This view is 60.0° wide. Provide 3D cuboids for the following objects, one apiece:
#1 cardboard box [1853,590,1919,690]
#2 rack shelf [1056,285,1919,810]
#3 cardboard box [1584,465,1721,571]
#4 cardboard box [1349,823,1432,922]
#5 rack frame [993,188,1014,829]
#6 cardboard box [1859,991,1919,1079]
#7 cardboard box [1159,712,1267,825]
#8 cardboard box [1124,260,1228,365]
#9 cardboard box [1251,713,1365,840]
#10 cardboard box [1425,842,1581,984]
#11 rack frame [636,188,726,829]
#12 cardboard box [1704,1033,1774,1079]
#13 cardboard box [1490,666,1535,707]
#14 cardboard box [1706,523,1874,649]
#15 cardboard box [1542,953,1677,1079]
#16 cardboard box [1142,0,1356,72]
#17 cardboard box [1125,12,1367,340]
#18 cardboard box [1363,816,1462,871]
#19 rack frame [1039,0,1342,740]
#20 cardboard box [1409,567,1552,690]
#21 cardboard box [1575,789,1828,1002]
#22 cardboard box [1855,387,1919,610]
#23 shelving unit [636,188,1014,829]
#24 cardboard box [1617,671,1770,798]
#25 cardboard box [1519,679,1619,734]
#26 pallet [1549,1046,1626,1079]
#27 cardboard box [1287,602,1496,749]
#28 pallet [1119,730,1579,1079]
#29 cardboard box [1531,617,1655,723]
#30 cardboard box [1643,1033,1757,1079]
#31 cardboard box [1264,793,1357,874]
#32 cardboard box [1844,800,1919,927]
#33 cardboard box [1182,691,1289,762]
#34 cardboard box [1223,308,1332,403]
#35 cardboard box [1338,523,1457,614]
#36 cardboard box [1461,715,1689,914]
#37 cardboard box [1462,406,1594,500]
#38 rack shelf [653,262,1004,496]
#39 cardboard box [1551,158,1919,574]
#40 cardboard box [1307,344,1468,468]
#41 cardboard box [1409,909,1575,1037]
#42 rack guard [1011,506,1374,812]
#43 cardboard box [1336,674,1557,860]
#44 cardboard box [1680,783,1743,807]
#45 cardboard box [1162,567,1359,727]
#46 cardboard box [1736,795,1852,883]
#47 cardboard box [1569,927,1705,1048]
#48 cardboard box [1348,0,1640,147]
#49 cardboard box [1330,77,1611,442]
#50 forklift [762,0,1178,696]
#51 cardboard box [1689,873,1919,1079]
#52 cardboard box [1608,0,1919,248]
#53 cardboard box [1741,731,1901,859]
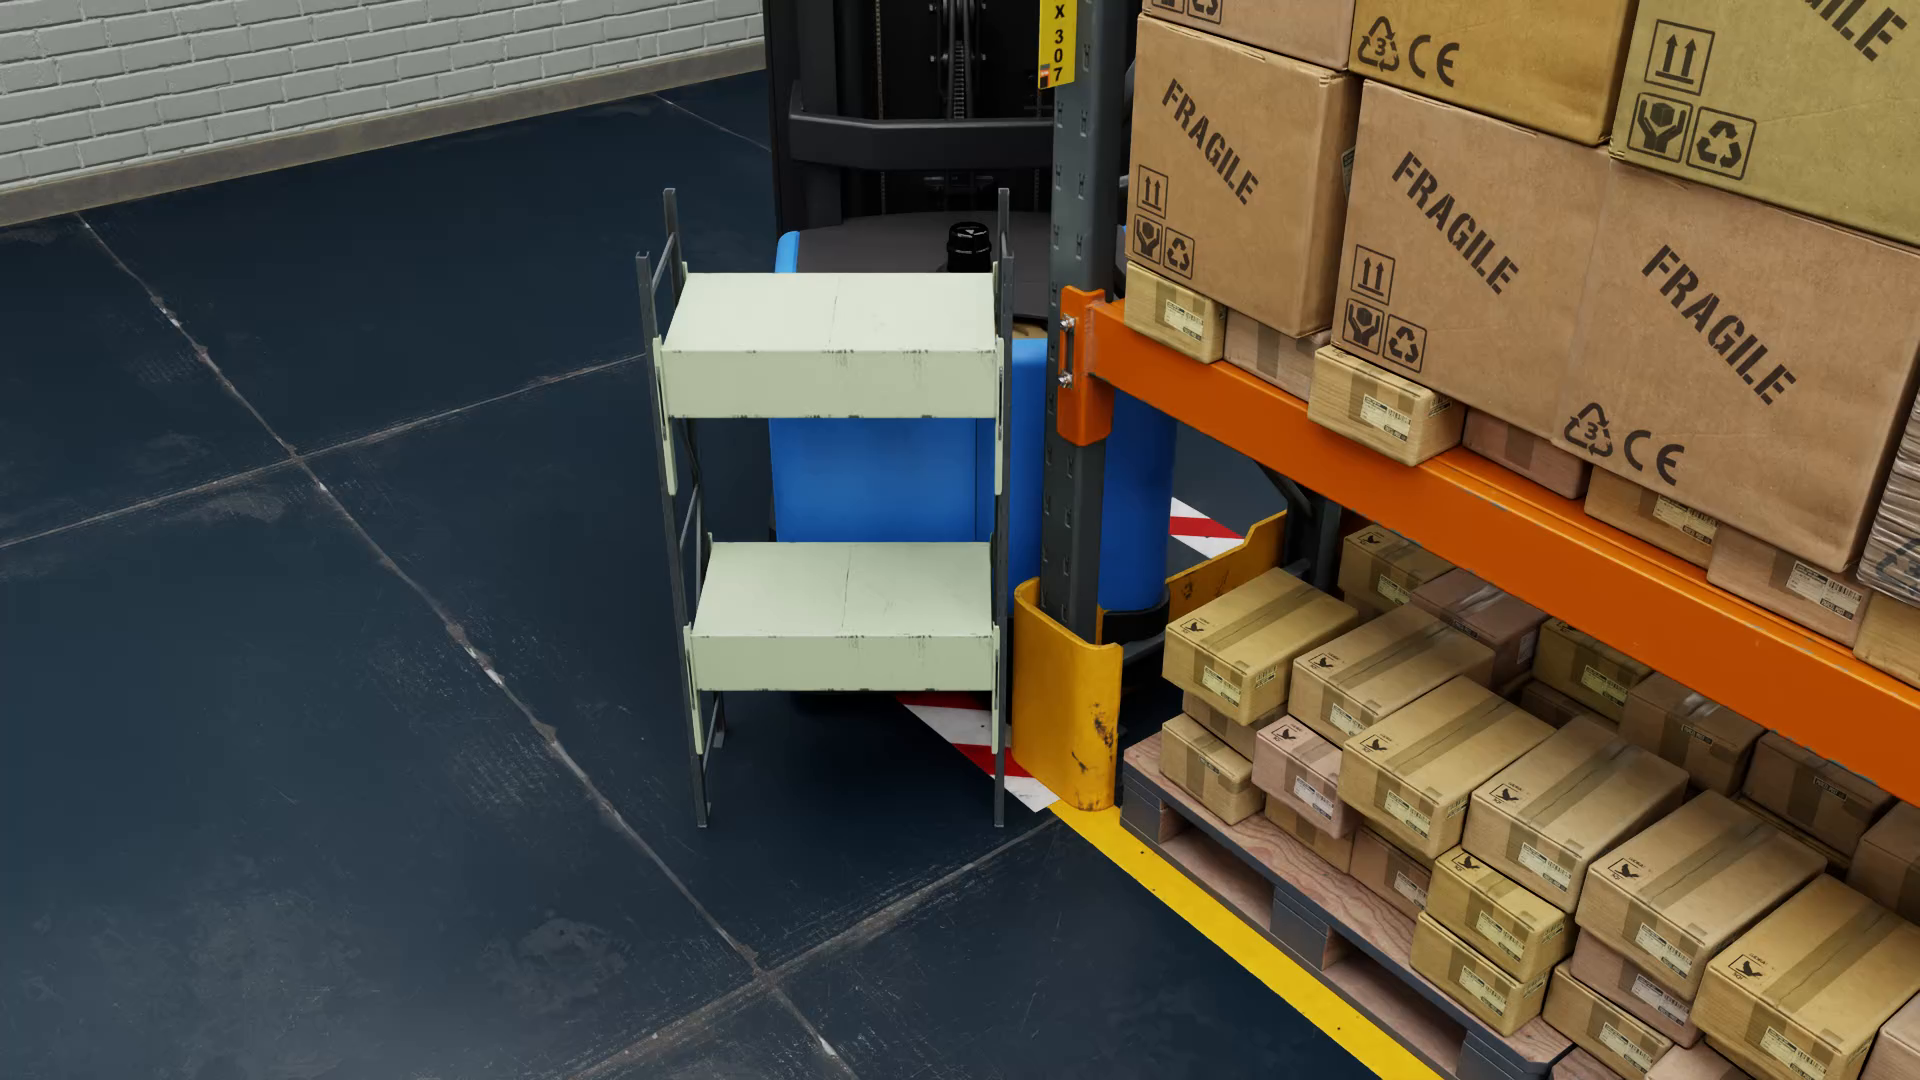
[{"bbox_3d":[1.564,0.109,2.470,0.380,0.149,0.250,-21,37,-30],"label":"cardboard box"},{"bbox_3d":[1.854,0.266,2.660,1.077,0.370,4.000,-22,38,-31],"label":"rack shelf"},{"bbox_3d":[1.293,-0.118,2.835,0.380,0.149,0.250,-23,38,-32],"label":"cardboard box"},{"bbox_3d":[1.079,0.666,3.639,0.380,0.149,0.250,-22,38,-31],"label":"cardboard box"},{"bbox_3d":[0.096,-0.031,3.878,0.023,1.500,0.400,0,32,0],"label":"rack frame"},{"bbox_3d":[1.733,0.851,2.776,0.380,0.149,0.250,-22,38,-31],"label":"cardboard box"},{"bbox_3d":[0.696,0.482,3.935,0.380,0.149,0.250,-21,38,-30],"label":"cardboard box"},{"bbox_3d":[0.567,-0.525,3.490,0.380,0.149,0.250,-23,38,-32],"label":"cardboard box"},{"bbox_3d":[0.869,0.467,3.677,0.380,0.149,0.250,-22,38,-32],"label":"cardboard box"},{"bbox_3d":[1.161,0.683,3.330,0.380,0.149,0.250,-21,38,-30],"label":"cardboard box"},{"bbox_3d":[-0.636,-0.030,3.877,0.023,1.500,0.400,0,32,0],"label":"rack frame"},{"bbox_3d":[1.598,0.862,3.041,0.380,0.149,0.250,-20,37,-29],"label":"cardboard box"},{"bbox_3d":[1.294,0.287,3.966,0.380,0.149,0.250,-23,39,-32],"label":"cardboard box"},{"bbox_3d":[1.422,-0.006,2.655,0.380,0.149,0.250,-23,39,-32],"label":"cardboard box"},{"bbox_3d":[1.380,0.883,3.289,0.380,0.149,0.250,-22,38,-31],"label":"cardboard box"},{"bbox_3d":[0.693,-1.193,3.004,0.500,0.500,0.500,-23,38,-32],"label":"cardboard box"},{"bbox_3d":[0.684,-0.765,3.262,0.500,0.500,0.500,-20,37,-29],"label":"cardboard box"},{"bbox_3d":[1.089,0.541,3.559,0.380,0.149,0.250,-22,38,-31],"label":"cardboard box"},{"bbox_3d":[0.627,-0.873,3.812,1.000,3.000,0.127,-22,38,-31],"label":"rack frame"},{"bbox_3d":[1.261,0.169,3.875,0.380,0.149,0.250,-21,38,-30],"label":"cardboard box"},{"bbox_3d":[1.378,0.653,3.096,0.380,0.149,0.250,-21,37,-30],"label":"cardboard box"},{"bbox_3d":[1.641,-0.132,2.242,0.500,0.500,0.500,-23,39,-33],"label":"cardboard box"},{"bbox_3d":[-0.270,-0.030,3.877,0.755,1.500,0.431,0,32,0],"label":"shelving unit"},{"bbox_3d":[1.629,0.364,3.561,0.380,0.149,0.250,-24,39,-33],"label":"cardboard box"},{"bbox_3d":[1.496,0.377,3.822,0.380,0.149,0.250,-24,39,-33],"label":"cardboard box"},{"bbox_3d":[1.888,1.202,3.115,1.003,0.211,1.213,-22,38,-31],"label":"pallet"},{"bbox_3d":[0.944,0.311,3.646,0.380,0.149,0.250,-22,38,-31],"label":"cardboard box"},{"bbox_3d":[1.144,0.693,3.933,1.003,0.211,1.213,-22,38,-31],"label":"pallet"},{"bbox_3d":[1.520,0.236,3.767,0.380,0.149,0.250,-23,39,-32],"label":"cardboard box"},{"bbox_3d":[1.465,1.015,3.077,0.380,0.149,0.250,-24,39,-34],"label":"cardboard box"},{"bbox_3d":[0.921,0.564,3.802,0.380,0.149,0.250,-22,38,-32],"label":"cardboard box"},{"bbox_3d":[1.911,0.604,3.175,0.380,0.149,0.250,-24,39,-33],"label":"cardboard box"},{"bbox_3d":[0.746,0.335,3.890,0.380,0.149,0.250,-21,37,-29],"label":"cardboard box"},{"bbox_3d":[0.756,-0.432,3.341,0.380,0.149,0.250,-21,37,-30],"label":"cardboard box"},{"bbox_3d":[1.152,0.046,4.073,0.380,0.149,0.250,-22,38,-31],"label":"cardboard box"},{"bbox_3d":[1.215,0.534,3.287,0.380,0.149,0.250,-24,39,-34],"label":"cardboard box"},{"bbox_3d":[1.146,-0.239,3.030,0.380,0.149,0.250,-20,37,-29],"label":"cardboard box"},{"bbox_3d":[-0.270,-0.362,3.671,0.720,0.370,0.431,0,32,0],"label":"rack shelf"},{"bbox_3d":[1.323,-0.342,2.581,0.500,0.500,0.500,-22,38,-31],"label":"cardboard box"},{"bbox_3d":[0.878,-0.303,3.133,0.380,0.149,0.250,-23,39,-33],"label":"cardboard box"},{"bbox_3d":[1.149,0.808,3.411,0.380,0.149,0.250,-22,38,-31],"label":"cardboard box"},{"bbox_3d":[0.674,0.221,4.421,1.175,0.500,0.348,-22,38,-31],"label":"rack guard"},{"bbox_3d":[0.998,0.458,3.410,0.380,0.149,0.250,-22,38,-32],"label":"cardboard box"},{"bbox_3d":[1.580,0.522,3.588,0.380,0.149,0.250,-23,38,-32],"label":"cardboard box"},{"bbox_3d":[0.680,0.235,3.768,0.380,0.149,0.250,-24,39,-33],"label":"cardboard box"},{"bbox_3d":[1.824,0.589,3.481,0.380,0.149,0.250,-22,38,-31],"label":"cardboard box"},{"bbox_3d":[1.399,0.763,3.201,0.380,0.149,0.250,-24,39,-34],"label":"cardboard box"},{"bbox_3d":[1.007,-0.985,2.669,0.500,0.500,0.500,-21,38,-30],"label":"cardboard box"},{"bbox_3d":[1.033,-0.550,2.916,0.500,0.500,0.500,-22,38,-31],"label":"cardboard box"},{"bbox_3d":[-0.029,-1.548,5.025,1.129,2.867,3.031,-1,32,-2],"label":"forklift"},{"bbox_3d":[1.503,0.777,2.895,0.380,0.149,0.250,-22,38,-31],"label":"cardboard box"},{"bbox_3d":[1.309,-0.761,2.308,0.500,0.500,0.500,-23,39,-32],"label":"cardboard box"},{"bbox_3d":[1.837,0.458,3.409,0.380,0.149,0.250,-21,37,-30],"label":"cardboard box"}]
